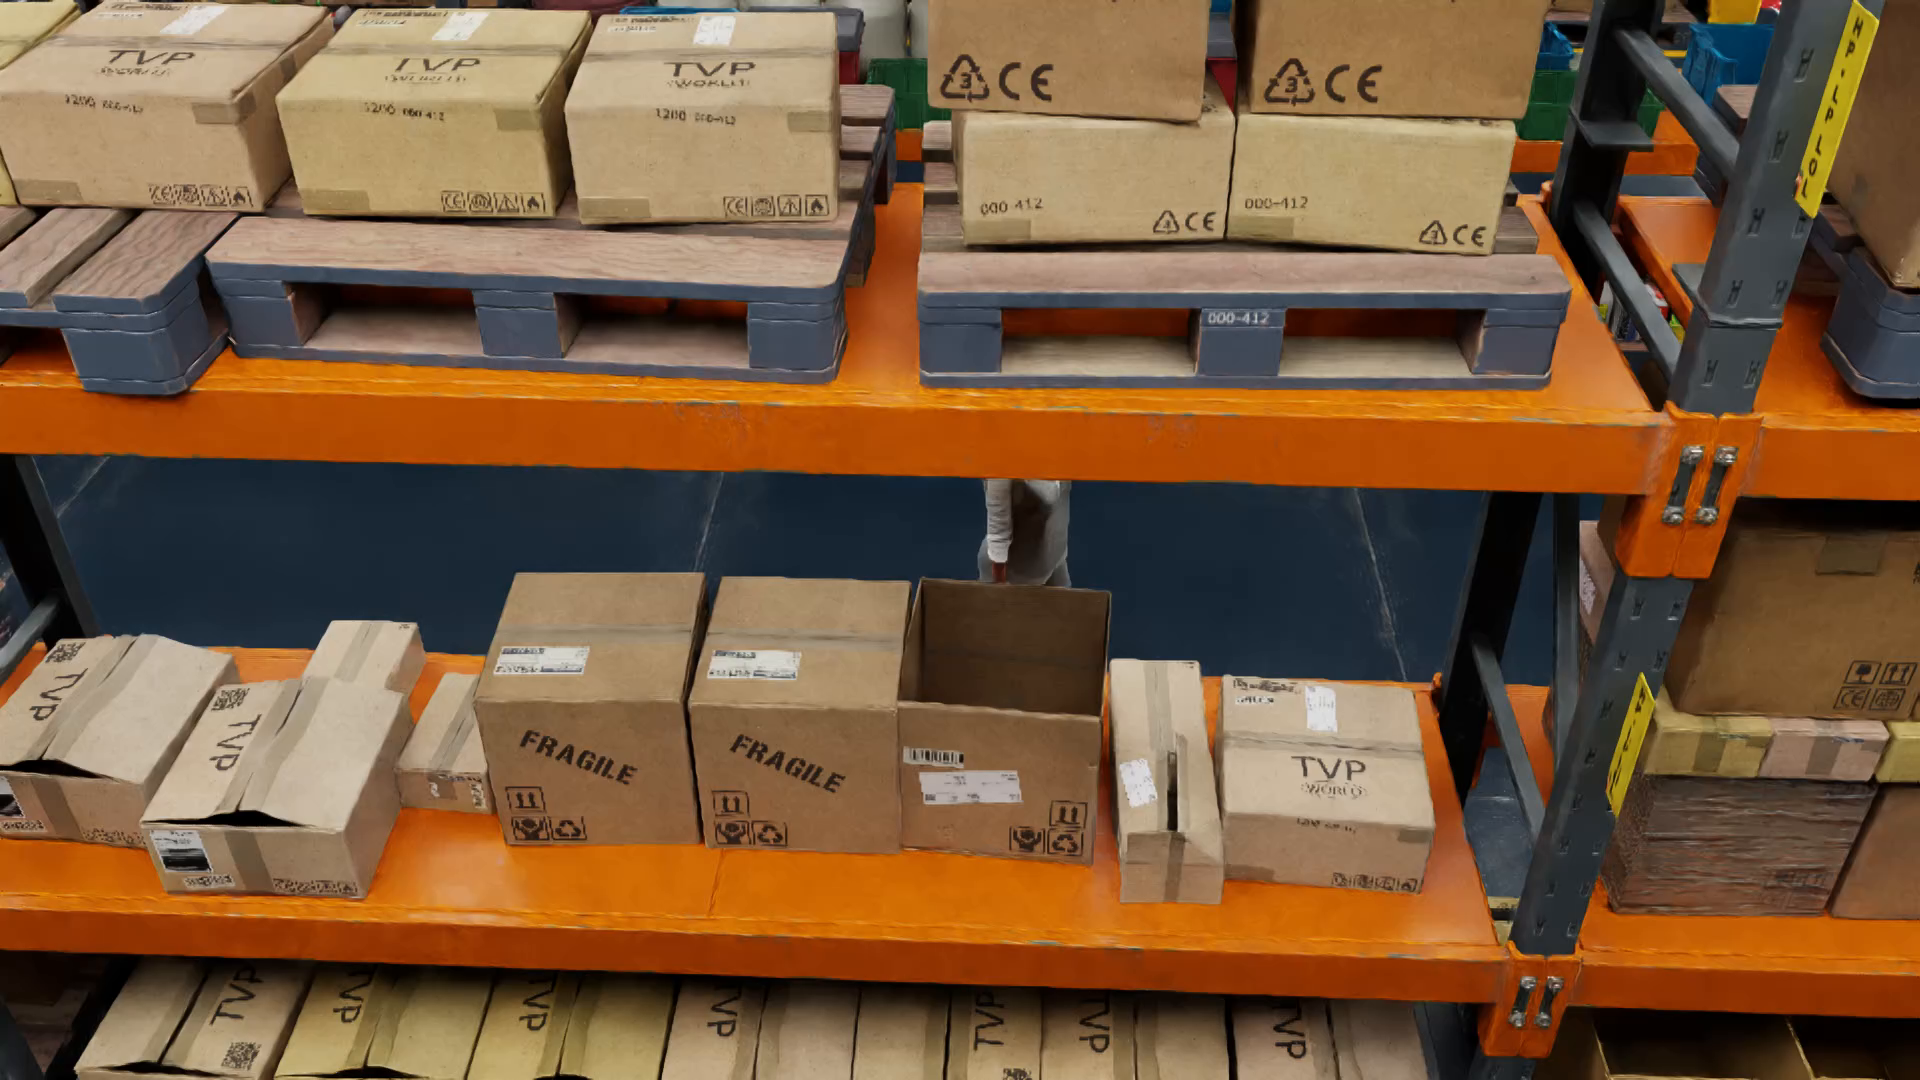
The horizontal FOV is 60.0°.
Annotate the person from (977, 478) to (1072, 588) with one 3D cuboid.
[{"bbox_3d":[0.309,0.129,5.979,0.664,1.576,0.402,19,40,24],"label":"person"}]
